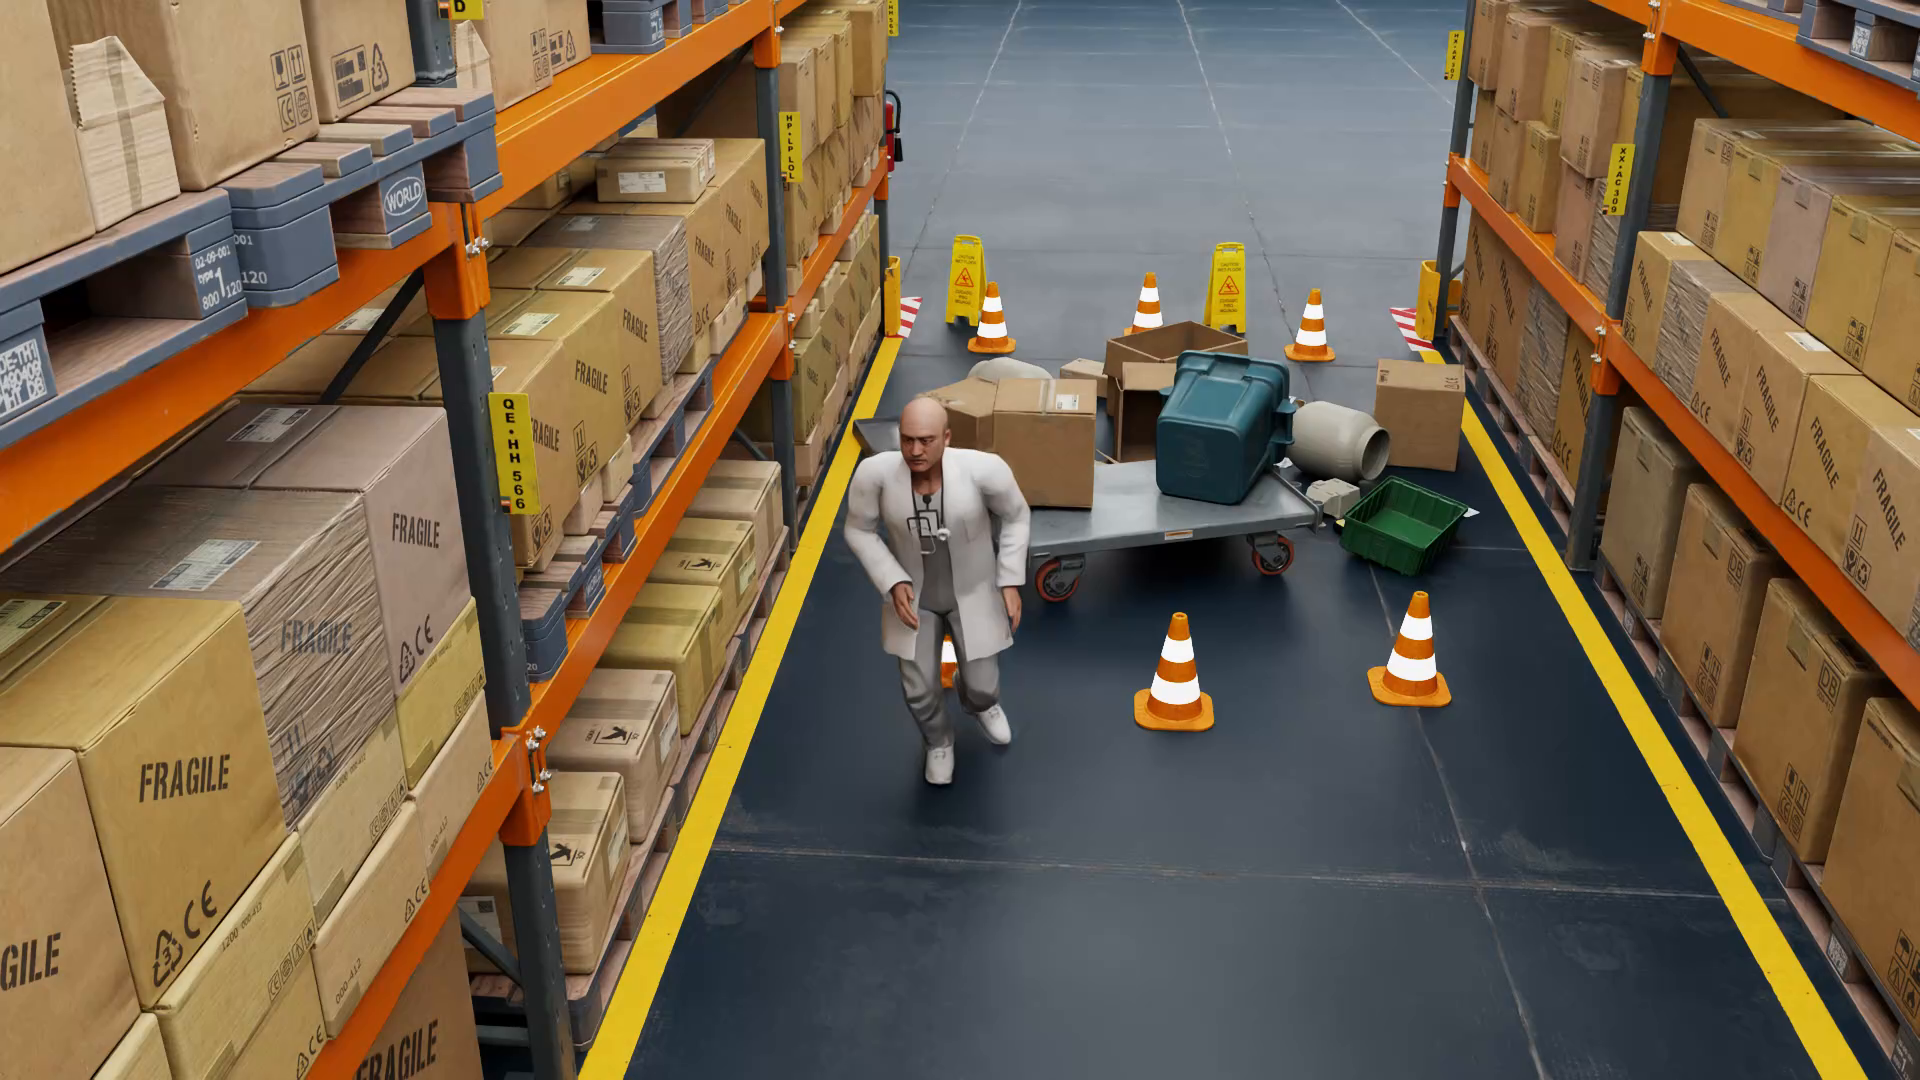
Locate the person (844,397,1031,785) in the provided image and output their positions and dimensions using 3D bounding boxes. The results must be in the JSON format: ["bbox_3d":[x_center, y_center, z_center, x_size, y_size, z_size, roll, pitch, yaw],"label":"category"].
[{"bbox_3d":[-0.080,0.188,6.323,0.688,1.672,0.802,2,24,4],"label":"person"}]
